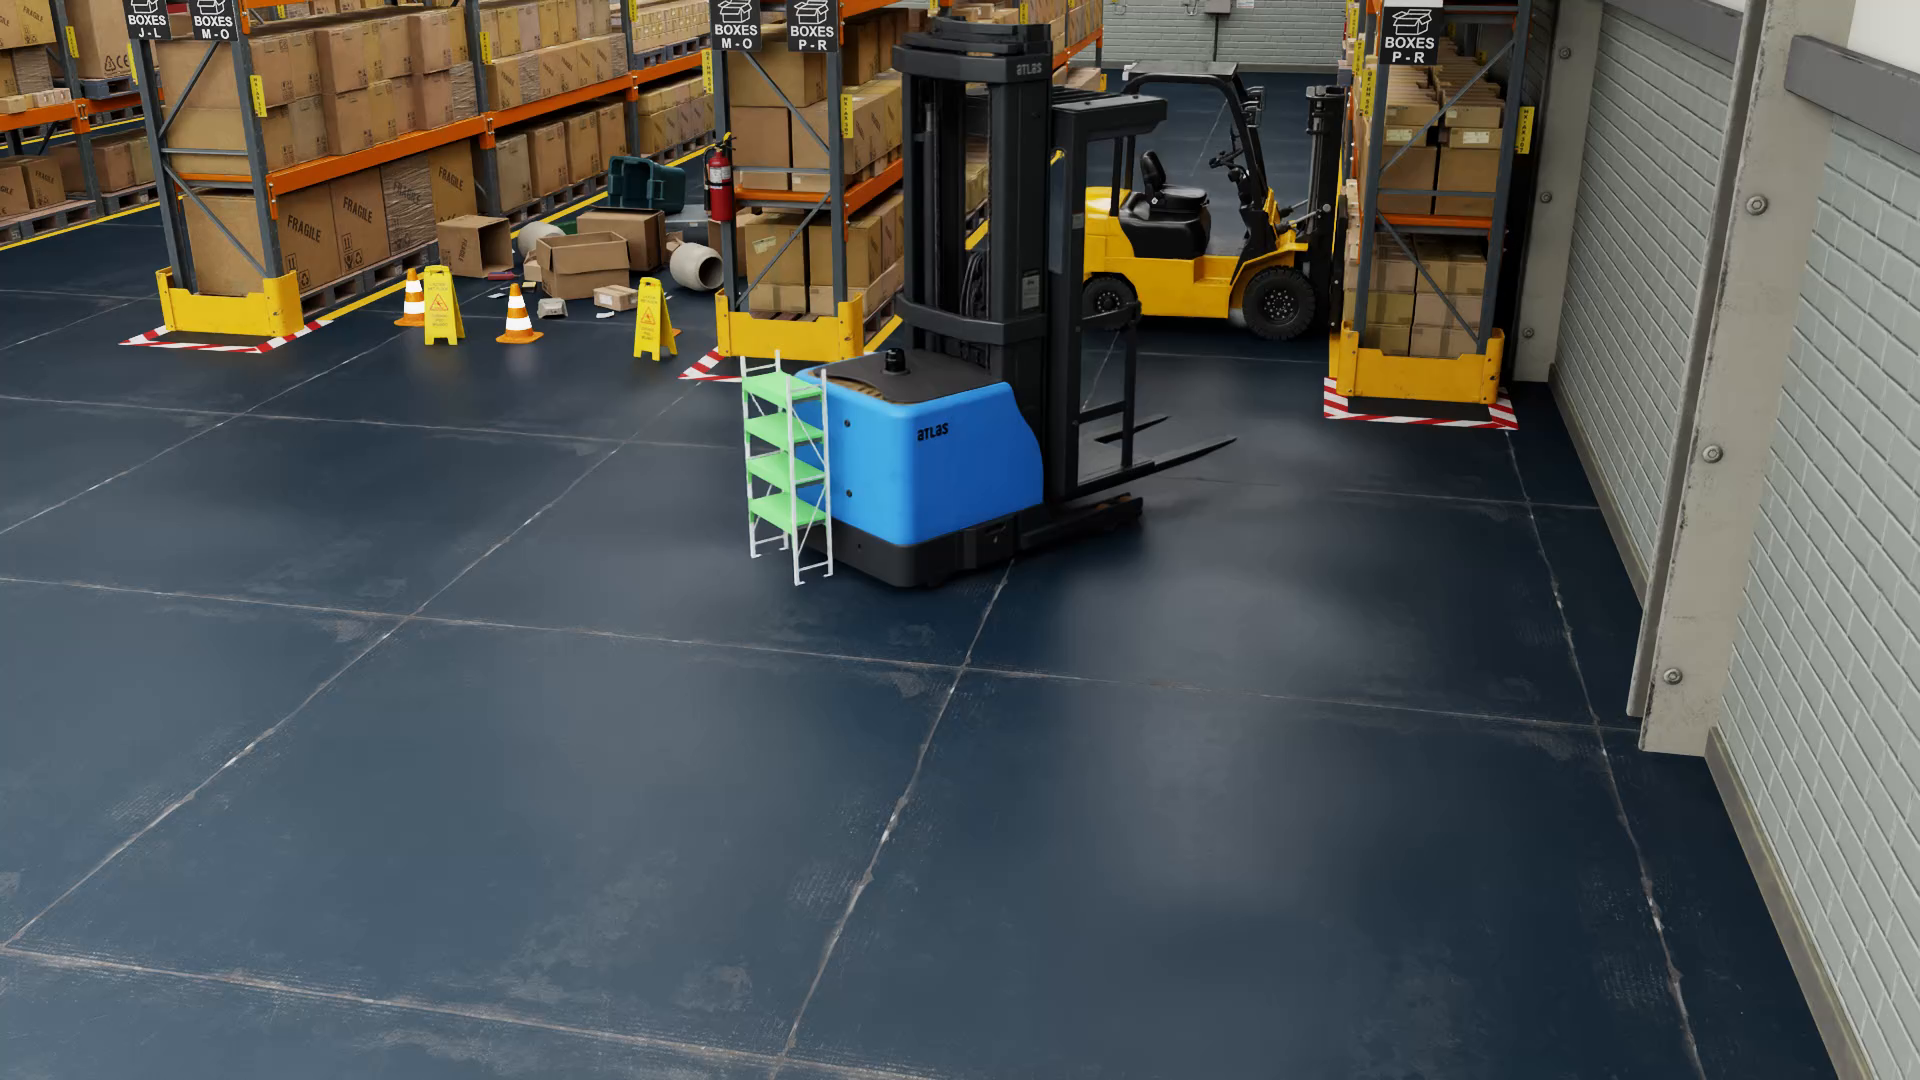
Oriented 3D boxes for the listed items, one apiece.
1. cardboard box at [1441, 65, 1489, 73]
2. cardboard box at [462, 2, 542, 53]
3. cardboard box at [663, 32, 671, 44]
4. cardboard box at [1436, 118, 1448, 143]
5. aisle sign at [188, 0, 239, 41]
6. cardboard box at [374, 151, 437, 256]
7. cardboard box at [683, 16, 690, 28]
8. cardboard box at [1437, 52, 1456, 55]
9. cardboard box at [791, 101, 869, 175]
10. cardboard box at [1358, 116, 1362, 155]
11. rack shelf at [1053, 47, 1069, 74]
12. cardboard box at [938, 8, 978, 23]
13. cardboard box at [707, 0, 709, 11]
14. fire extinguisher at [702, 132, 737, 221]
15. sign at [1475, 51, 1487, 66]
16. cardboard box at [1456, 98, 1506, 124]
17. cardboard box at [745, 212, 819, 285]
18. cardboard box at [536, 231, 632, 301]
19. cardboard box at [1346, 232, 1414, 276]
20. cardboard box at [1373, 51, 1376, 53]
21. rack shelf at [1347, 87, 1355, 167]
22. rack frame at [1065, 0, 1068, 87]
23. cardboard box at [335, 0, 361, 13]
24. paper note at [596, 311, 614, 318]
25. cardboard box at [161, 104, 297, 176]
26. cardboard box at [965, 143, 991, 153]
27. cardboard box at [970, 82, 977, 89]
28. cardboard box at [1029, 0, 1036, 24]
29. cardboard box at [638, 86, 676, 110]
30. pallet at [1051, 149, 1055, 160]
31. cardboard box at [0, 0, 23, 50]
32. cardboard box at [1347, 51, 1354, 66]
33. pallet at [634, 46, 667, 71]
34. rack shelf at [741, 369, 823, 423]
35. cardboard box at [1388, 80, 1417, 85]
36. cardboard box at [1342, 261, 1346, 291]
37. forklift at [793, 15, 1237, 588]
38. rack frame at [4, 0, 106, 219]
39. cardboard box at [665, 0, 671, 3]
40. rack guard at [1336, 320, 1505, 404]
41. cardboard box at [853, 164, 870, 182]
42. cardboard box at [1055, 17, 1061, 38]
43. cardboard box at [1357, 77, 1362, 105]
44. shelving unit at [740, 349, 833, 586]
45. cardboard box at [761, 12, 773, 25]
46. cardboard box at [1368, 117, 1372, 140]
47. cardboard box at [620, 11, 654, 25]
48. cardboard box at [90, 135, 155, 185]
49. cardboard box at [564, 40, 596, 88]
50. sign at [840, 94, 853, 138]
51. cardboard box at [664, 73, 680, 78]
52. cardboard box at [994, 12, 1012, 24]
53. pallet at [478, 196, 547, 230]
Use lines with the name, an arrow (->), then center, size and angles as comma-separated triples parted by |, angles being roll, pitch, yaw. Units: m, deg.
cardboard box -> 4.382, -4.038, 14.463 | 0.380, 0.149, 0.250 | 4, 22, 10
cardboard box -> -5.150, -5.757, 18.662 | 0.700, 0.500, 0.500 | 5, 22, 11
cardboard box -> -4.132, -6.775, 22.434 | 0.380, 0.149, 0.250 | 5, 23, 13
cardboard box -> 3.769, -3.059, 12.431 | 0.380, 0.149, 0.250 | 4, 22, 11
aisle sign -> -5.989, -4.386, 13.250 | 0.394, 0.787, 0.004 | 4, 22, 11
cardboard box -> -5.829, -3.347, 16.430 | 0.875, 0.875, 0.875 | 5, 22, 11
cardboard box -> -3.973, -7.191, 23.070 | 0.380, 0.149, 0.250 | 5, 22, 11
cardboard box -> 4.868, -4.897, 16.994 | 0.380, 0.149, 0.250 | 4, 22, 11
cardboard box -> -1.034, -3.225, 13.315 | 0.500, 0.500, 0.500 | 4, 22, 10
cardboard box -> 3.838, -3.687, 14.859 | 0.500, 0.500, 0.500 | 5, 22, 12
rack shelf -> 0.639, -6.212, 22.227 | 1.077, 0.370, 4.000 | 4, 22, 11
cardboard box -> -0.023, -5.582, 17.736 | 0.380, 0.149, 0.250 | 6, 23, 14
cardboard box -> -3.765, -7.712, 23.965 | 0.380, 0.149, 0.250 | 4, 22, 9
fire extinguisher -> -1.876, -2.846, 13.009 | 0.296, 0.674, 0.183 | 4, 22, 11
sign -> 4.818, -4.371, 15.428 | 0.100, 0.325, 0.005 | 4, 22, 11
cardboard box -> 3.851, -3.196, 12.374 | 0.380, 0.149, 0.250 | 5, 23, 13
cardboard box -> -1.494, -2.469, 14.084 | 0.500, 0.500, 0.500 | 5, 22, 11
cardboard box -> -3.522, -2.566, 15.552 | 0.797, 0.503, 0.637 | -11, 25, -26
cardboard box -> 3.345, -2.274, 13.266 | 0.500, 0.250, 0.500 | 5, 22, 12
cardboard box -> 4.358, -4.934, 17.086 | 0.380, 0.149, 0.250 | 5, 22, 11
rack shelf -> 4.682, -4.373, 17.658 | 1.077, 0.370, 4.000 | 4, 22, 11
rack frame -> 1.047, -7.278, 23.909 | 1.000, 3.000, 0.127 | 4, 22, 11
cardboard box -> -9.040, -7.832, 23.808 | 0.797, 0.503, 0.637 | 5, 23, 13
paper note -> -3.158, -2.009, 14.801 | 0.148, 0.019, 0.142 | -3, 22, -8
cardboard box -> -6.237, -3.438, 14.174 | 0.875, 0.550, 0.550 | 4, 22, 11
cardboard box -> 0.105, -4.585, 20.178 | 0.950, 0.372, 0.625 | 3, 22, 7
cardboard box -> -0.028, -4.899, 17.777 | 0.380, 0.149, 0.250 | 5, 22, 12
cardboard box -> 0.662, -6.669, 20.925 | 0.500, 0.500, 0.500 | 5, 22, 11
cardboard box -> -4.155, -5.957, 22.411 | 0.500, 0.250, 0.500 | 4, 22, 10
pallet -> 0.716, -5.249, 22.603 | 1.003, 0.211, 1.213 | 4, 22, 11
cardboard box -> -10.210, -5.387, 17.344 | 0.500, 0.500, 0.500 | 4, 22, 11
cardboard box -> 4.849, -5.785, 19.978 | 0.380, 0.149, 0.250 | 5, 22, 12
pallet -> -4.595, -6.335, 21.825 | 1.213, 0.211, 1.003 | 4, 22, 11
rack shelf -> -0.963, -0.791, 9.097 | 0.258, 0.148, 0.480 | -16, 27, -33
cardboard box -> 3.487, -3.619, 13.423 | 0.380, 0.149, 0.250 | 5, 22, 12
cardboard box -> 3.449, -2.238, 13.845 | 0.500, 0.250, 0.500 | 4, 22, 10
forklift -> 0.475, -1.542, 9.760 | 3.031, 2.935, 1.130 | -18, 28, -38
rack frame -> -10.287, -5.107, 18.520 | 1.000, 3.000, 0.127 | 4, 22, 11
cardboard box -> -4.401, -7.761, 24.086 | 0.380, 0.149, 0.250 | 5, 22, 12
rack guard -> 3.453, -1.344, 12.521 | 1.175, 0.500, 0.348 | 4, 22, 11
cardboard box -> -0.959, -3.065, 13.785 | 0.380, 0.149, 0.250 | 4, 22, 9
cardboard box -> 1.100, -7.077, 22.942 | 0.500, 0.250, 0.500 | 5, 22, 12
cardboard box -> 4.124, -4.336, 16.137 | 0.500, 0.250, 0.500 | 4, 22, 10
shelving unit -> -0.962, -0.406, 9.253 | 0.258, 1.200, 0.503 | -16, 27, -33
cardboard box -> -3.240, -8.327, 25.983 | 0.500, 0.500, 0.500 | 4, 22, 10
cardboard box -> 3.278, -3.103, 12.541 | 0.380, 0.149, 0.250 | 5, 22, 12
cardboard box -> -4.245, -6.851, 21.828 | 0.380, 0.149, 0.250 | 4, 22, 11
cardboard box -> -10.025, -4.548, 19.887 | 0.700, 0.500, 0.500 | 4, 22, 11
cardboard box -> -4.670, -5.651, 19.736 | 0.500, 0.500, 0.500 | 4, 22, 10
sign -> -0.871, -3.249, 12.747 | 0.100, 0.325, 0.005 | 4, 22, 11
cardboard box -> -4.335, -6.556, 23.897 | 0.500, 0.250, 0.500 | 5, 22, 12
cardboard box -> 0.315, -5.817, 19.187 | 0.500, 0.500, 0.500 | 4, 22, 10
pallet -> -5.369, -3.687, 18.725 | 1.003, 0.211, 1.213 | 4, 22, 11
